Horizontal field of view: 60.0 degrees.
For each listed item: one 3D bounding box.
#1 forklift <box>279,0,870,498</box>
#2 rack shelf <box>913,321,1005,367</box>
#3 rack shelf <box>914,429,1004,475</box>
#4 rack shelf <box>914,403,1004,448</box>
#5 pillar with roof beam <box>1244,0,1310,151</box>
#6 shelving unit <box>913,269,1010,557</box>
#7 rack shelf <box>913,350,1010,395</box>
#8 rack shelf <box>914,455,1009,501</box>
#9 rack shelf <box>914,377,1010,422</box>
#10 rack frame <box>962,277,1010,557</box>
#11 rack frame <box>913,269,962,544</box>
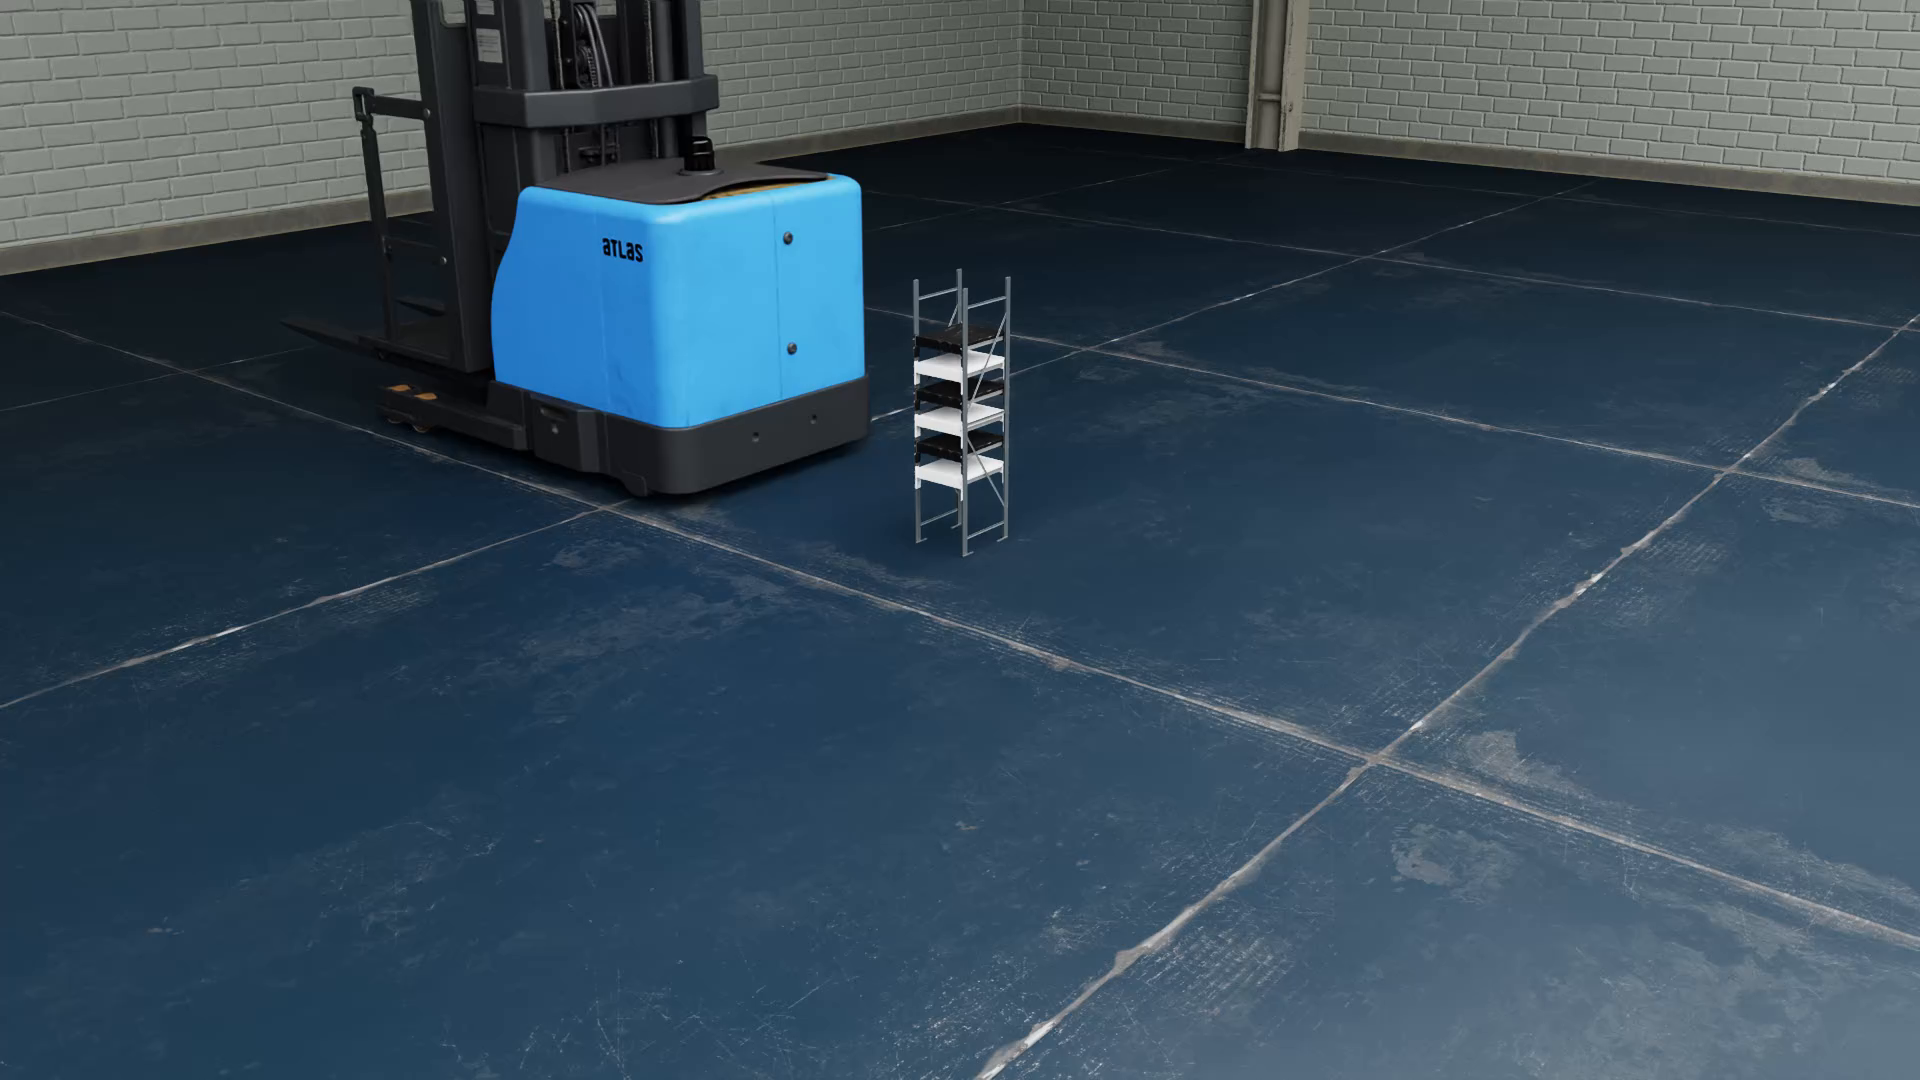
[{"bbox_3d":[-1.809,-1.936,6.647,3.031,2.935,1.130,17,26,37],"label":"forklift"},{"bbox_3d":[0.006,-0.641,5.421,0.200,0.077,0.258,16,26,36],"label":"rack shelf"},{"bbox_3d":[0.006,-0.304,5.548,0.200,0.077,0.258,16,26,36],"label":"rack shelf"},{"bbox_3d":[0.006,-0.388,5.516,0.200,0.077,0.258,16,26,36],"label":"rack shelf"},{"bbox_3d":[0.114,-6.600,10.417,0.400,9.000,9.100,16,26,36],"label":"pillar with roof beam"},{"bbox_3d":[0.006,-0.419,5.505,0.210,0.900,0.258,16,26,36],"label":"shelving unit"},{"bbox_3d":[0.006,-0.556,5.453,0.200,0.077,0.258,16,26,36],"label":"rack shelf"},{"bbox_3d":[0.006,-0.220,5.580,0.200,0.077,0.258,16,26,36],"label":"rack shelf"},{"bbox_3d":[0.006,-0.472,5.485,0.200,0.077,0.258,16,26,36],"label":"rack shelf"},{"bbox_3d":[0.085,-0.397,5.444,0.006,0.900,0.240,16,26,36],"label":"rack frame"},{"bbox_3d":[-0.072,-0.442,5.565,0.006,0.900,0.240,16,26,36],"label":"rack frame"}]
